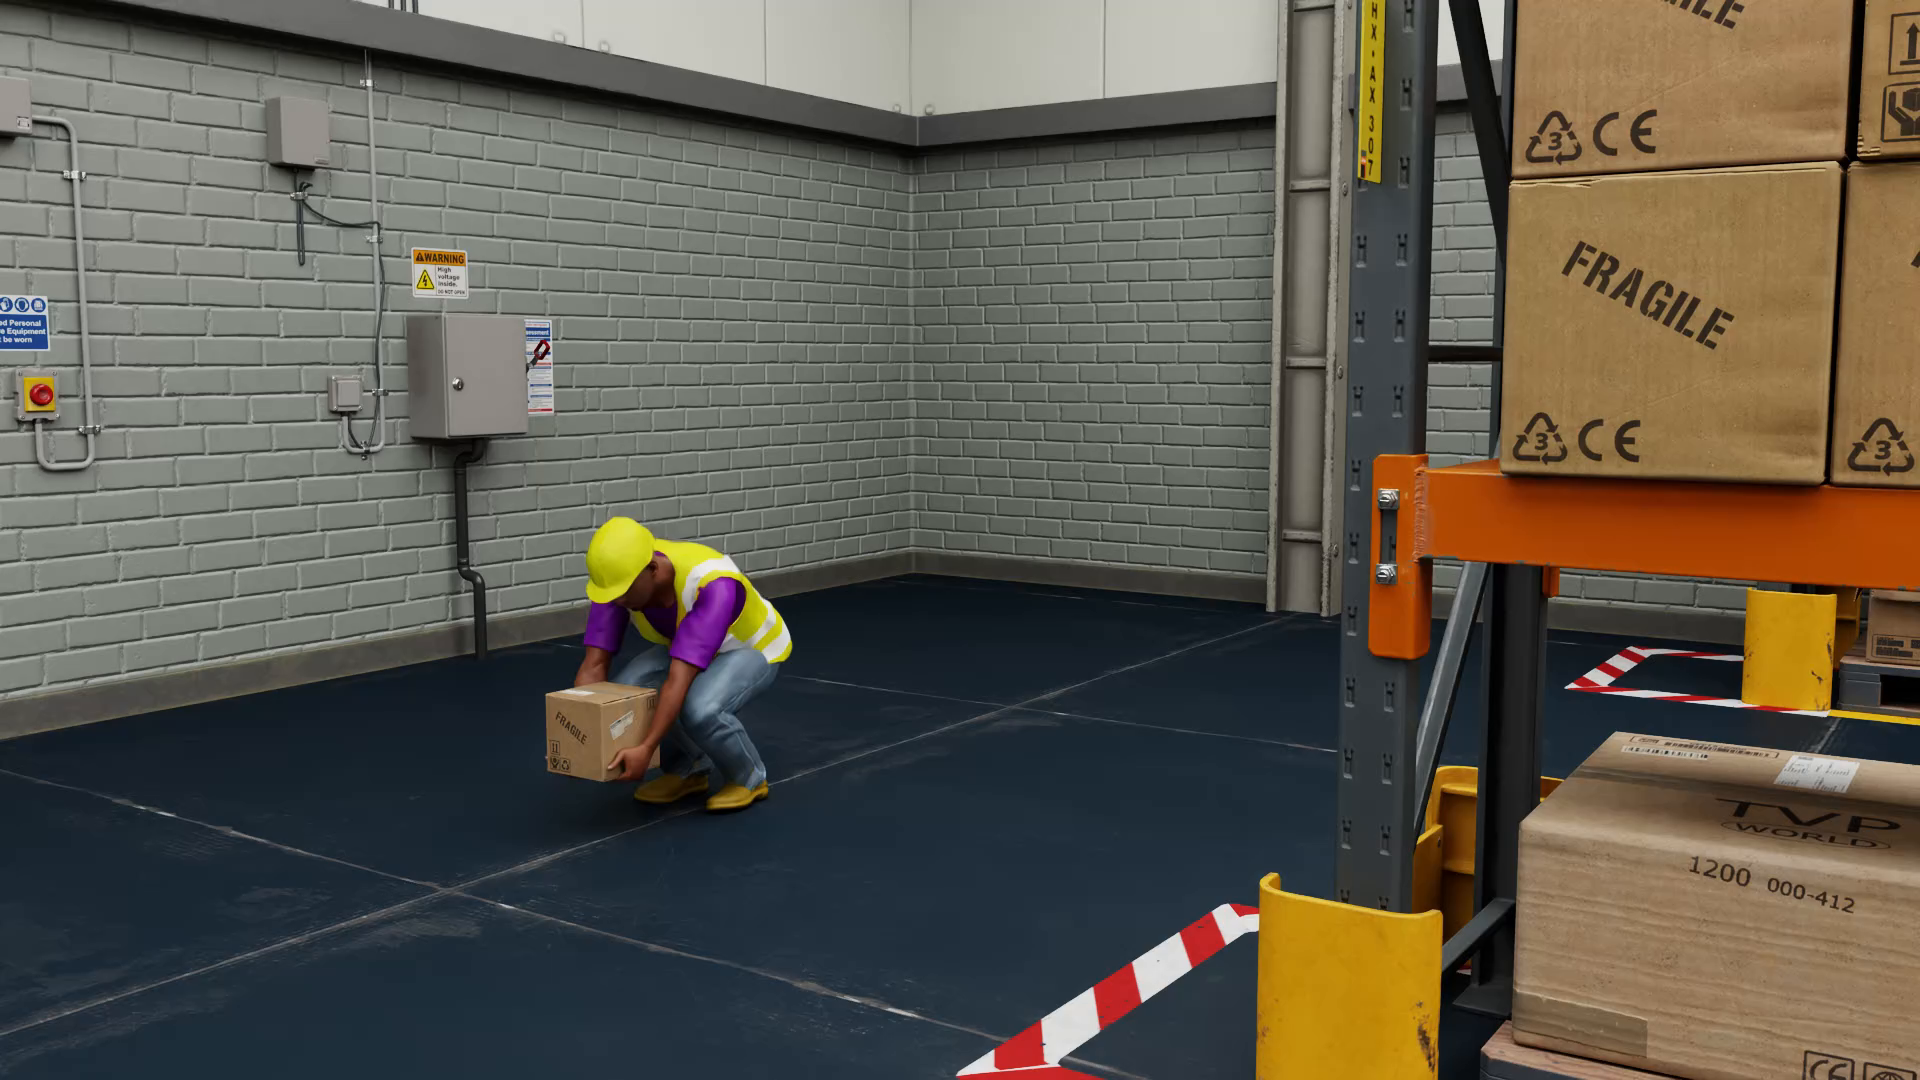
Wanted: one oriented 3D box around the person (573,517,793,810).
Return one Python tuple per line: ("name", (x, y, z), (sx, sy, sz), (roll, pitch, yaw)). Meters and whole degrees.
("person", (-0.916, 0.402, 5.510), (0.541, 1.012, 0.899), (4, 7, 32))
